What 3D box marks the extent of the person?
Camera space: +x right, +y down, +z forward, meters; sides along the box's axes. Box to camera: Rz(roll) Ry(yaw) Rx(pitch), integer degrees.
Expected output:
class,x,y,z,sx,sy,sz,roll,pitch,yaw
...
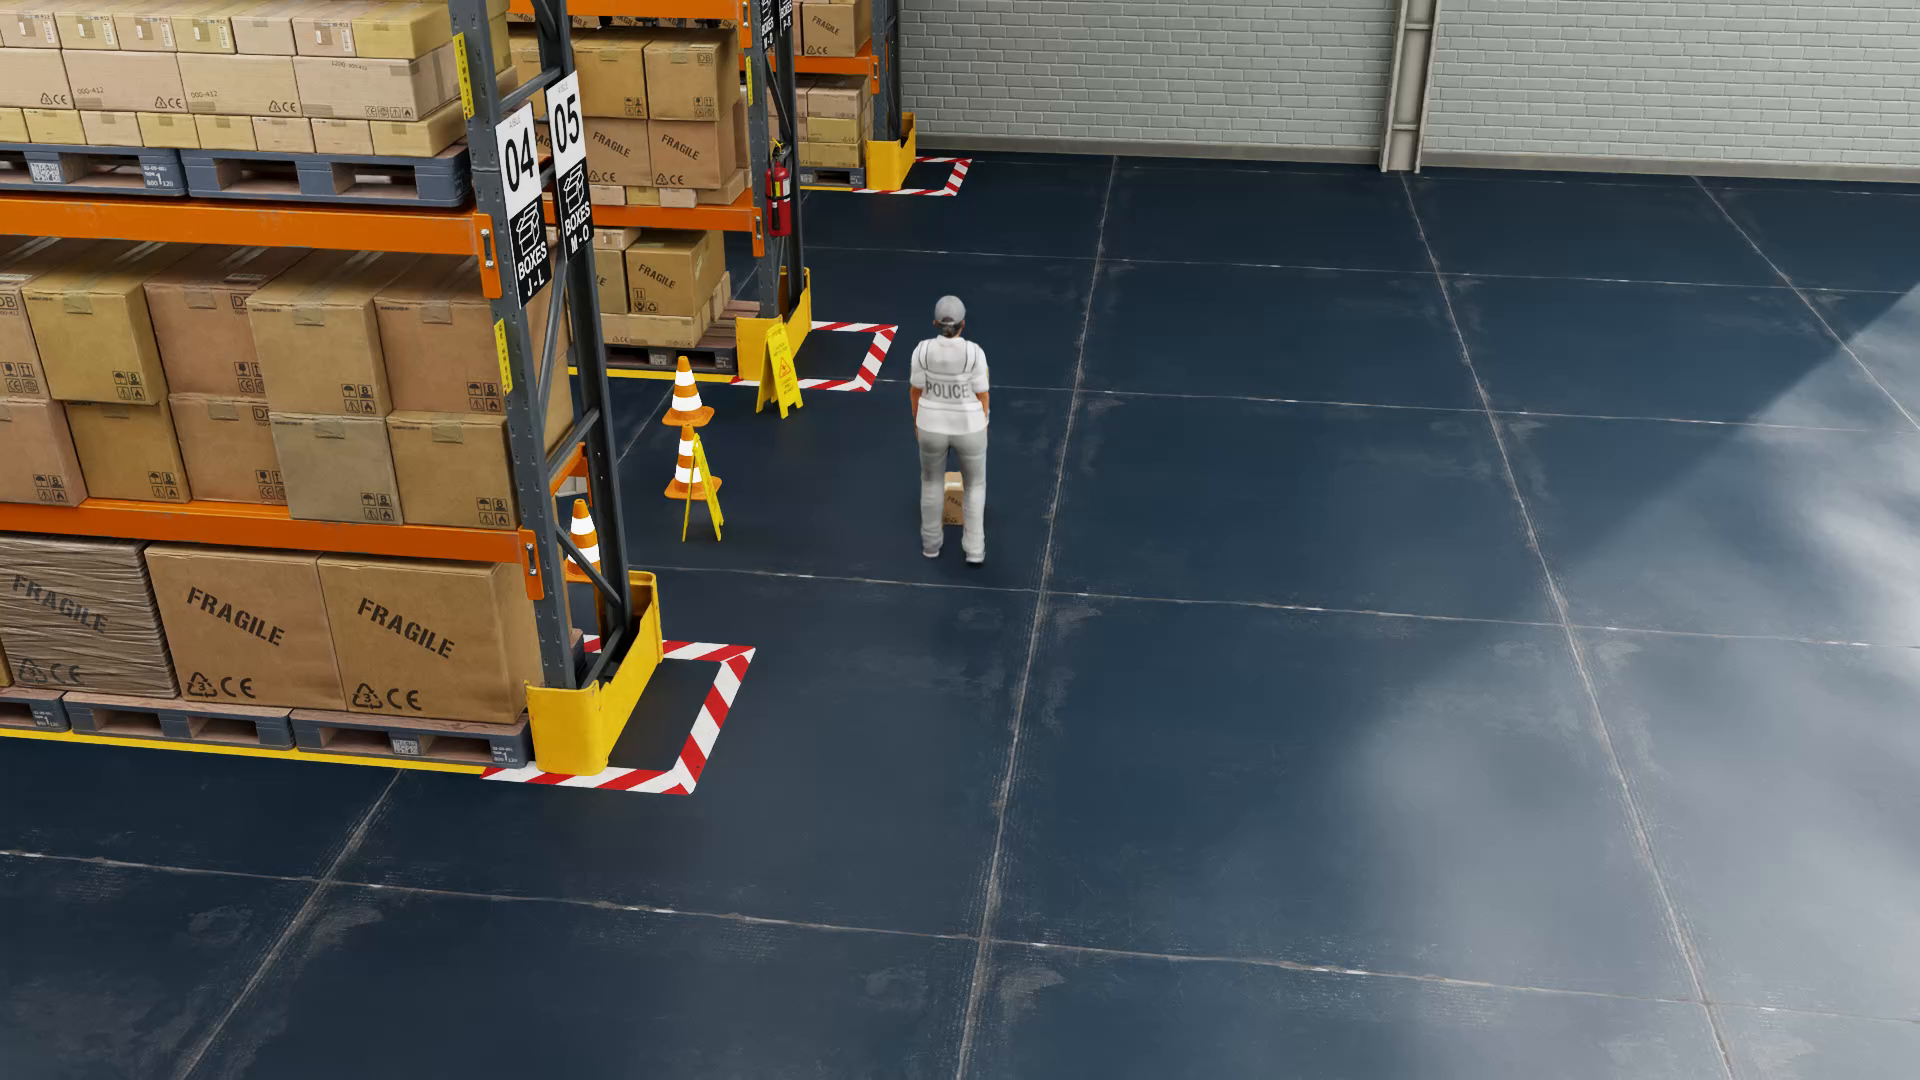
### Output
class,x,y,z,sx,sy,sz,roll,pitch,yaw
person,-0.058,-0.636,9.857,0.467,1.702,0.388,4,29,7
